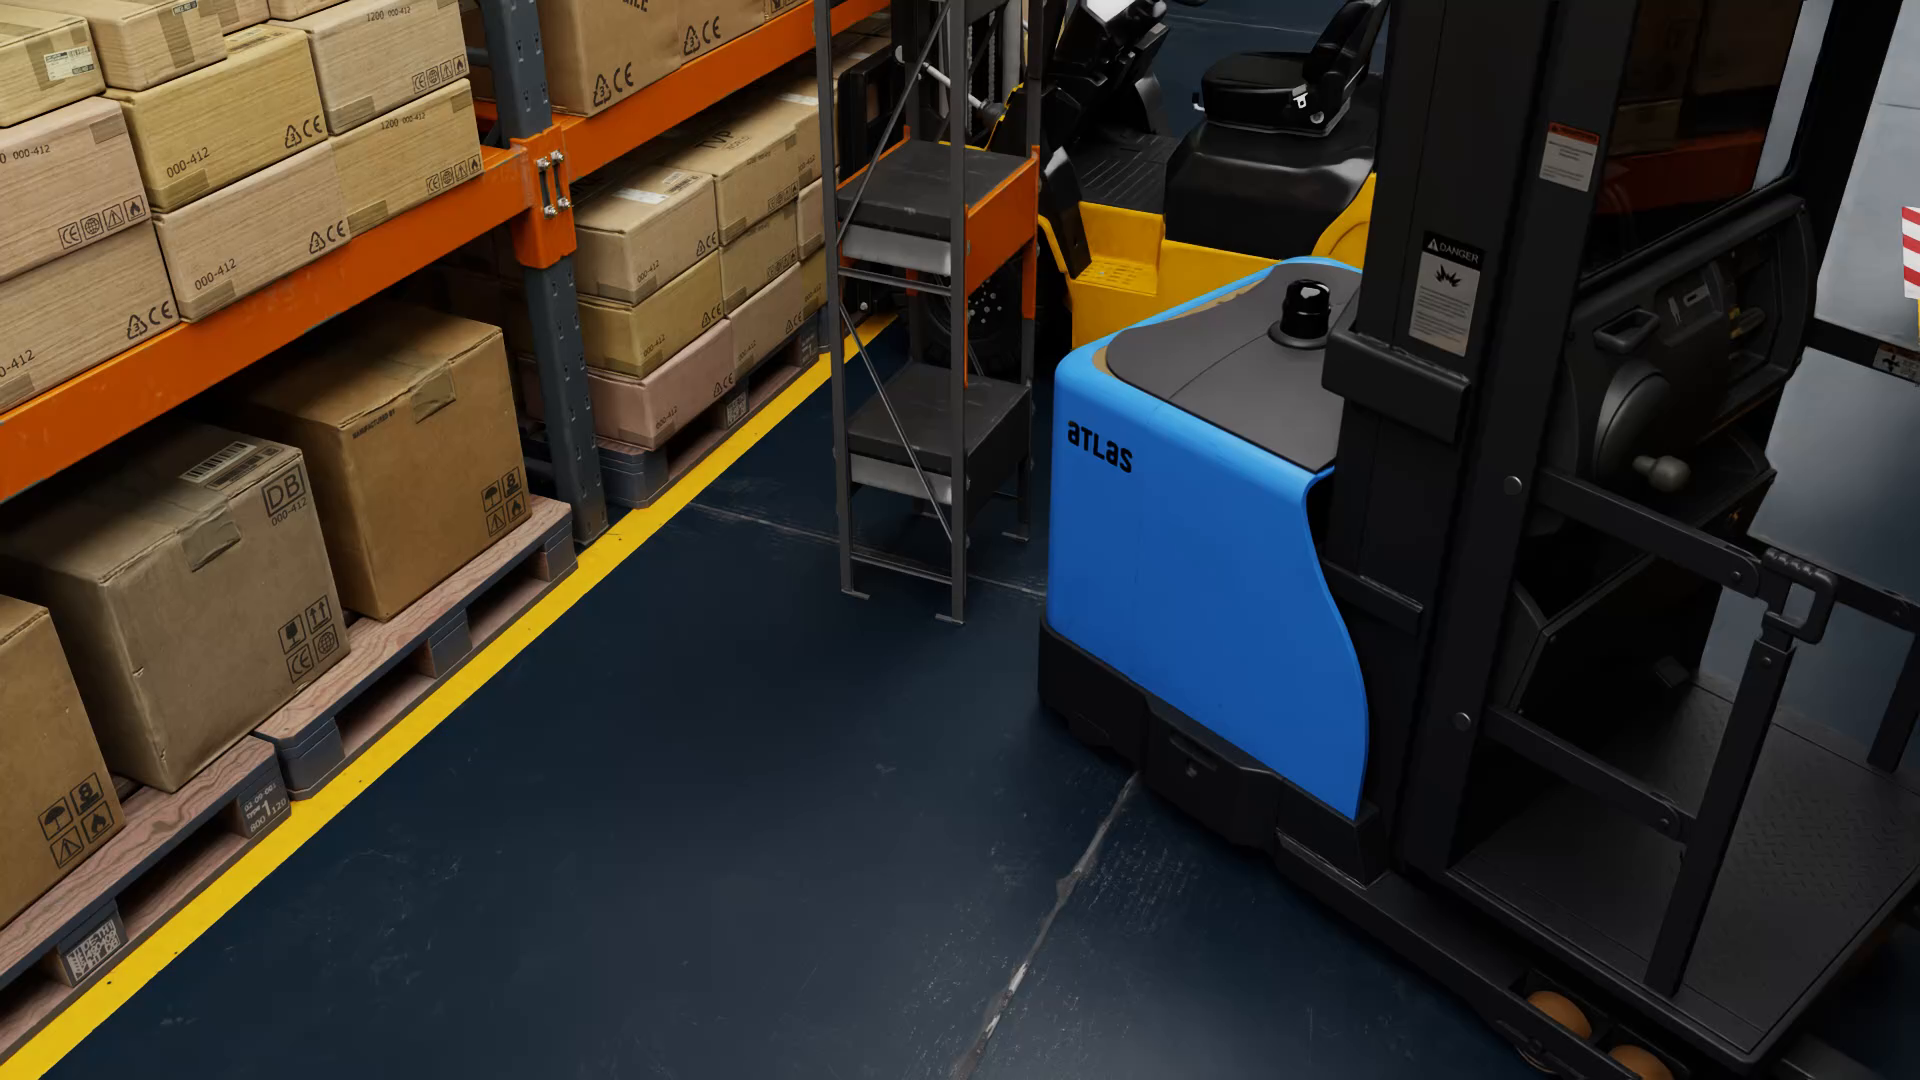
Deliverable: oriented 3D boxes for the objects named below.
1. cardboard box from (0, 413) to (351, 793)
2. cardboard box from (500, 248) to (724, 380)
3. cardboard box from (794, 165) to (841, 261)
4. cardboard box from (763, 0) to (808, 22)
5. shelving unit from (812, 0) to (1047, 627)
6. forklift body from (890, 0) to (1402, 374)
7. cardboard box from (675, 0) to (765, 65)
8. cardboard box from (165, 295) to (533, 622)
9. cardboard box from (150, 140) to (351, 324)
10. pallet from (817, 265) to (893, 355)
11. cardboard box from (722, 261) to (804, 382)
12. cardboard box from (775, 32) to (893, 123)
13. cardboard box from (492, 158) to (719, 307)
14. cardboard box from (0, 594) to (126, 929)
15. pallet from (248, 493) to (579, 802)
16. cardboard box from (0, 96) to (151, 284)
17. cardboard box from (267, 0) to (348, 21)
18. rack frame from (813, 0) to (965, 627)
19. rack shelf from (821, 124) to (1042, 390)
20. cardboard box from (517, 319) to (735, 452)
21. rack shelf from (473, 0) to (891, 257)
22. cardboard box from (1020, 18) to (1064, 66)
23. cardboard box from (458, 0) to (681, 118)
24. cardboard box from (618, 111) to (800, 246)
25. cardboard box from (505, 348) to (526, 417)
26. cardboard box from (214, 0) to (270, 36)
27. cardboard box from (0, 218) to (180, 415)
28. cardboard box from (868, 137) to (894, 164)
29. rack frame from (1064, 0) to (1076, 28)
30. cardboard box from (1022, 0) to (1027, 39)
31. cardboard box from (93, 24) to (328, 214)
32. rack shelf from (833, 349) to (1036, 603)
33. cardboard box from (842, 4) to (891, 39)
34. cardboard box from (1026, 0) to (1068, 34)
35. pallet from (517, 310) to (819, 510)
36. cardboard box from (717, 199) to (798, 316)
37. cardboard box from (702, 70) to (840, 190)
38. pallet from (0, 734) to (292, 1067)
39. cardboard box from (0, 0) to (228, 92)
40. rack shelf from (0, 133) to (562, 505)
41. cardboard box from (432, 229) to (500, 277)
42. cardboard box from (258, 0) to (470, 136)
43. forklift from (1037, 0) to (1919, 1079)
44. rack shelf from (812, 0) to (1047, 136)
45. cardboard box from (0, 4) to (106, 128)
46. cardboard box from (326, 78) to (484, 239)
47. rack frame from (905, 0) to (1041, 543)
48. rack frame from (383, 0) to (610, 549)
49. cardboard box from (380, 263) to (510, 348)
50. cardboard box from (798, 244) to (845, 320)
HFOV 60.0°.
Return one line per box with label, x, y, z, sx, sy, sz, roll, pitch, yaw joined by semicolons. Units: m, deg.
cardboard box;-2.136;0.092;4.157;0.875;0.625;0.625;14;36;20
cardboard box;-1.114;-0.778;5.369;0.500;0.250;0.500;14;36;20
cardboard box;-0.684;-1.277;6.130;0.500;0.250;0.500;14;36;20
cardboard box;-0.760;-2.091;5.613;0.500;0.500;0.500;14;36;20
shelving unit;-0.069;-0.796;4.549;0.431;2.100;0.503;14;36;20
forklift body;0.941;-1.647;5.800;2.313;2.155;1.214;14;36;20
cardboard box;-0.971;-1.839;5.228;0.500;0.500;0.500;15;36;21
cardboard box;-1.805;-0.293;4.744;0.875;0.625;0.625;16;36;23
cardboard box;-1.775;-0.747;3.791;0.500;0.250;0.500;14;36;20
pallet;-0.717;-1.203;6.892;1.003;0.211;1.213;14;36;20
cardboard box;-0.895;-0.820;5.889;0.500;0.250;0.500;13;36;19
cardboard box;-0.462;-1.748;6.393;0.500;0.250;0.500;13;36;20
cardboard box;-1.109;-0.986;5.230;0.500;0.250;0.500;14;36;20
cardboard box;-2.449;0.467;3.585;0.875;0.625;0.625;13;35;19
pallet;-1.869;0.169;4.799;1.003;0.211;1.213;14;36;20
cardboard box;-1.998;-0.705;3.270;0.500;0.250;0.500;15;36;21
cardboard box;-1.629;-1.332;3.863;0.380;0.149;0.250;14;36;20
rack frame;-0.171;-0.674;4.363;0.400;2.100;0.015;14;36;20
rack shelf;-0.069;-0.784;4.556;0.431;0.518;0.480;14;36;20
cardboard box;-1.094;-0.563;5.498;0.500;0.250;0.500;15;36;21
rack shelf;-0.760;-2.068;6.324;1.077;0.370;4.000;14;36;20
cardboard box;0.157;-2.286;7.669;0.500;0.250;0.500;14;36;20
cardboard box;-1.174;-1.576;4.826;0.500;0.500;0.500;13;35;19
cardboard box;-0.886;-1.238;5.615;0.500;0.250;0.500;14;36;21
cardboard box;-1.577;-0.687;5.686;0.500;0.250;0.500;15;36;21
cardboard box;-1.780;-1.222;3.696;0.380;0.149;0.250;14;36;20
cardboard box;-2.011;-0.507;3.424;0.500;0.250;0.500;14;36;21
cardboard box;-0.472;-1.528;6.513;0.500;0.250;0.500;14;36;20
rack frame;0.077;-3.365;7.646;1.000;3.000;0.127;14;36;20
cardboard box;-0.041;-2.252;7.162;0.500;0.250;0.500;15;36;21
cardboard box;-1.779;-0.958;3.656;0.500;0.250;0.500;13;36;19
rack shelf;-0.069;-0.199;4.940;0.431;0.518;0.480;14;36;20
cardboard box;-0.243;-1.999;6.775;0.500;0.250;0.500;15;36;21
cardboard box;0.167;-2.508;7.552;0.500;0.250;0.500;15;36;22
pallet;-1.226;-0.593;5.962;1.003;0.211;1.213;14;36;20
cardboard box;-0.905;-1.029;5.752;0.500;0.250;0.500;14;36;20
cardboard box;-0.688;-1.488;5.997;0.500;0.250;0.500;15;36;22
pallet;-2.379;0.779;3.869;1.003;0.211;1.213;14;36;20
cardboard box;-1.769;-1.061;3.449;0.380;0.149;0.250;13;35;19
rack shelf;-2.433;-0.076;3.286;1.077;0.370;4.000;14;36;20
cardboard box;-1.566;-1.106;5.414;0.500;0.250;0.500;15;36;21
cardboard box;-1.570;-1.216;4.050;0.500;0.250;0.500;13;36;19
forklift;1.564;-0.337;3.091;1.130;2.935;3.031;-26;41;-34
rack shelf;-0.069;-1.370;4.172;0.431;0.518;0.480;14;36;20
cardboard box;-1.936;-0.945;3.272;0.380;0.149;0.250;13;36;19
cardboard box;-1.570;-0.999;4.175;0.500;0.250;0.500;15;36;22
rack frame;0.033;-0.917;4.734;0.400;2.100;0.015;14;36;20
rack frame;-1.597;-1.373;4.608;1.000;3.000;0.127;14;36;20
cardboard box;-1.579;-0.897;5.551;0.500;0.250;0.500;13;36;19
cardboard box;-0.694;-1.079;6.285;0.500;0.250;0.500;15;36;21
